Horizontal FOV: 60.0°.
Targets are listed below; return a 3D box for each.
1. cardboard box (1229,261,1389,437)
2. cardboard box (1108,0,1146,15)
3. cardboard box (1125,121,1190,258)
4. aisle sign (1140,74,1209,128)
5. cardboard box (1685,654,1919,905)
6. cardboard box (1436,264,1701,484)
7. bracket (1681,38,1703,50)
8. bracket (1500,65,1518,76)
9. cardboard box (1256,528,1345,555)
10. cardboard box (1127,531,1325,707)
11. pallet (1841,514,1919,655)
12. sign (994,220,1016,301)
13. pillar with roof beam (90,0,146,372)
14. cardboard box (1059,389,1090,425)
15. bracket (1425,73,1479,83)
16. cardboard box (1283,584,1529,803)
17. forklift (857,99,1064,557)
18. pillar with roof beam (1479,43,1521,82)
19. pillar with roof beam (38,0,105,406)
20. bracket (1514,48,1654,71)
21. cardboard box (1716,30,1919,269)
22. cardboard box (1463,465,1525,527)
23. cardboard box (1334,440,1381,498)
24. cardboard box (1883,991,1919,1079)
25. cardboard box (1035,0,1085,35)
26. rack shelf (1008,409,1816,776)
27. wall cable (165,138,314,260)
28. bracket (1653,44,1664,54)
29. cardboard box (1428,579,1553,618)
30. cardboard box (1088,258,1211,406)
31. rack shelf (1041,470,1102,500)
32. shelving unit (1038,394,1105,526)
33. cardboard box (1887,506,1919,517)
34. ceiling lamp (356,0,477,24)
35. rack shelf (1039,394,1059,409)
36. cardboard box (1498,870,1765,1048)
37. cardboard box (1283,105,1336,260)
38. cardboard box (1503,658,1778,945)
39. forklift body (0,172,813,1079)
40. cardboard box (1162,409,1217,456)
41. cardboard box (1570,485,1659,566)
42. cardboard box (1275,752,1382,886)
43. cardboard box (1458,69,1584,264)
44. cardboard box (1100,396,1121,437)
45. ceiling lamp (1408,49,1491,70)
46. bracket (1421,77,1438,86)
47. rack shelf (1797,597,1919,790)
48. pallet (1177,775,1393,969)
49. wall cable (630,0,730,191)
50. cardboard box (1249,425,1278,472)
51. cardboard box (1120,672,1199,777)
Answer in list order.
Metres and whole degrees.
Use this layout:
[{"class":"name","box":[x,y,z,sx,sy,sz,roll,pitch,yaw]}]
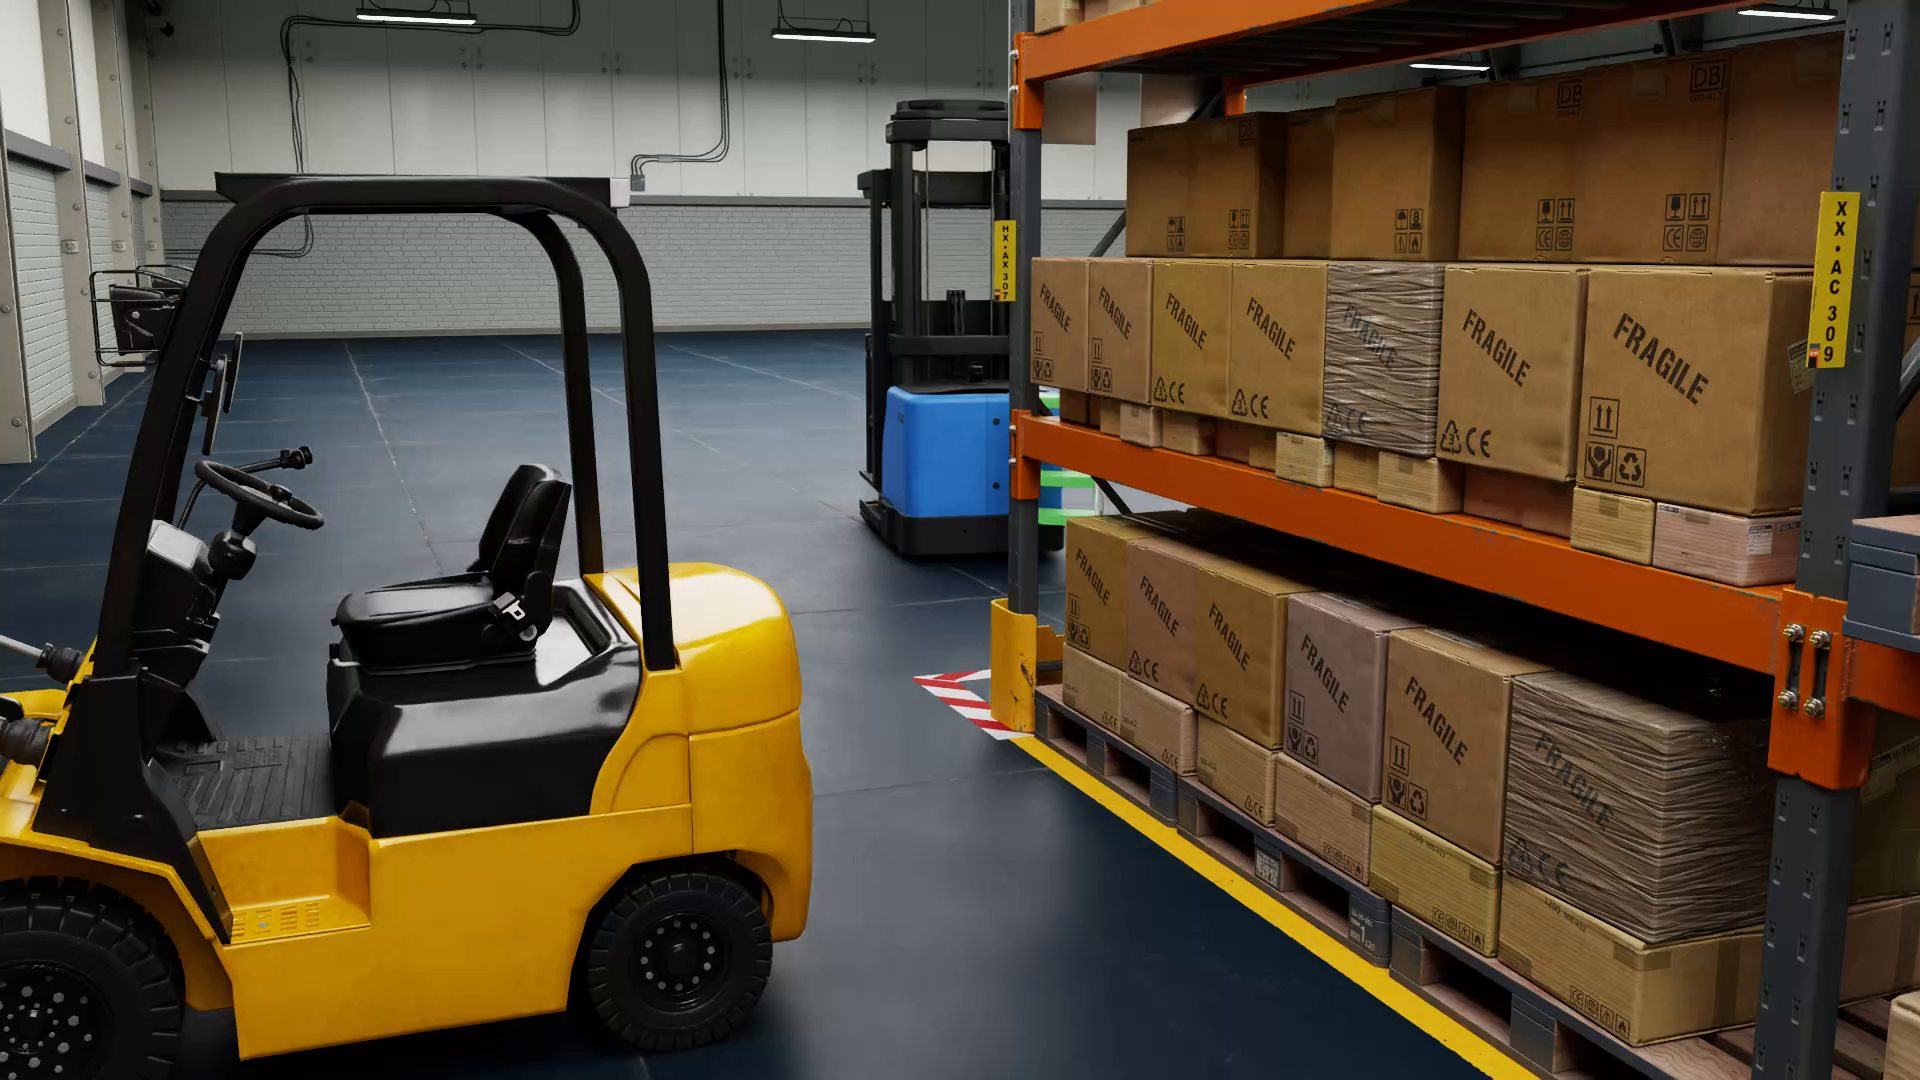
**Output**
[{"class":"cardboard box","box":[1.174,-0.600,5.091,0.500,0.500,0.500,-4,11,-22]},{"class":"cardboard box","box":[0.753,-1.945,5.939,0.380,0.149,0.250,-4,11,-19]},{"class":"cardboard box","box":[1.081,-1.367,6.551,0.700,0.500,0.500,-4,11,-22]},{"class":"aisle sign","box":[0.940,-2.057,6.997,0.394,0.787,0.004,-4,11,-21]},{"class":"cardboard box","box":[2.180,0.569,4.170,0.500,0.500,0.500,-3,11,-18]},{"class":"cardboard box","box":[1.556,-0.432,4.148,0.500,0.500,0.500,-4,11,-19]},{"class":"bracket","box":[15.961,-10.814,36.243,0.235,0.232,0.430,-4,11,-21]},{"class":"bracket","box":[13.787,-11.794,41.749,0.235,0.232,0.430,-4,11,-21]},{"class":"cardboard box","box":[1.418,0.228,6.083,0.500,0.500,0.500,-3,11,-19]},{"class":"cardboard box","box":[0.930,0.267,5.864,0.500,0.500,0.500,-4,11,-23]},{"class":"pallet","box":[2.283,0.133,2.657,1.003,0.211,1.213,-4,11,-21]},{"class":"sign","box":[0.187,-1.140,6.795,0.100,0.325,0.005,-4,11,-21]},{"class":"pillar with roof beam","box":[-9.205,-7.407,27.363,9.100,9.000,0.548,-4,11,-21]},{"class":"cardboard box","box":[0.623,-0.556,6.701,0.380,0.149,0.250,-4,11,-21]},{"class":"bracket","box":[12.841,-12.220,44.143,0.076,0.066,3.189,-4,11,-21]},{"class":"cardboard box","box":[1.306,0.436,4.913,0.500,0.500,0.500,-3,11,-18]},{"class":"forklift","box":[-0.121,-1.550,11.765,1.130,2.935,3.031,-2,10,-11]},{"class":"pillar with roof beam","box":[9.955,-9.839,41.035,9.100,9.000,0.548,-4,11,-21]},{"class":"pillar with roof beam","box":[-7.031,-6.427,21.857,9.100,9.000,0.400,-4,11,-21]},{"class":"bracket","box":[14.721,-11.373,39.384,0.076,0.066,4.783,-4,11,-21]},{"class":"cardboard box","box":[2.185,-0.869,3.752,0.700,0.500,0.500,-4,11,-21]},{"class":"cardboard box","box":[1.546,-0.135,4.329,0.380,0.149,0.250,-4,11,-22]},{"class":"cardboard box","box":[1.305,-0.215,4.778,0.380,0.149,0.250,-4,11,-22]},{"class":"cardboard box","box":[2.334,1.077,3.107,0.950,0.372,0.625,-4,11,-20]},{"class":"cardboard box","box":[0.510,-2.027,6.403,0.380,0.149,0.250,-4,11,-21]},{"class":"rack shelf","box":[1.417,-0.068,5.292,1.077,0.370,4.000,-4,11,-21]},{"class":"wall cable","box":[-15.227,-7.149,34.780,3.097,2.526,0.112,-4,11,-21]},{"class":"bracket","box":[15.661,-10.950,37.004,0.235,0.232,0.430,-4,11,-21]},{"class":"cardboard box","box":[1.789,0.397,5.133,0.500,0.500,0.500,-3,11,-18]},{"class":"cardboard box","box":[0.796,-0.765,6.022,0.500,0.500,0.500,-4,11,-19]},{"class":"rack shelf","box":[0.628,-0.347,10.308,0.480,0.148,0.258,3,10,16]},{"class":"shelving unit","box":[0.628,-0.410,10.296,0.503,1.200,0.258,3,10,16]},{"class":"cardboard box","box":[2.327,-0.044,3.819,0.380,0.149,0.250,-4,11,-21]},{"class":"ceiling lamp","box":[-9.565,-10.657,28.970,2.000,3.185,0.800,-4,11,-21]},{"class":"rack shelf","box":[0.628,-0.819,10.224,0.480,0.148,0.258,3,10,16]},{"class":"cardboard box","box":[1.677,0.972,4.044,0.500,0.250,0.500,-3,11,-18]},{"class":"cardboard box","box":[1.538,-1.207,5.653,0.700,0.500,0.500,-4,11,-22]},{"class":"cardboard box","box":[1.677,0.602,3.979,0.500,0.500,0.500,-4,11,-22]},{"class":"forklift body","box":[-1.545,0.179,4.275,2.313,2.155,1.214,-4,11,-21]},{"class":"cardboard box","box":[0.922,-0.383,5.727,0.380,0.149,0.250,-4,11,-19]},{"class":"cardboard box","box":[1.645,-0.046,3.828,0.380,0.149,0.250,-4,11,-20]},{"class":"cardboard box","box":[1.295,0.802,4.998,0.500,0.250,0.500,-4,11,-20]},{"class":"cardboard box","box":[1.863,-1.038,4.699,0.700,0.500,0.500,-4,11,-22]},{"class":"cardboard box","box":[0.748,-0.468,6.202,0.380,0.149,0.250,-4,11,-23]},{"class":"ceiling lamp","box":[10.744,-12.040,36.745,2.000,3.185,0.800,-4,11,-21]},{"class":"bracket","box":[12.627,-12.316,44.685,0.235,0.232,0.430,-4,11,-21]},{"class":"rack shelf","box":[2.867,0.585,1.622,1.077,0.370,4.000,-4,11,-21]},{"class":"pallet","box":[1.420,0.970,5.363,1.003,0.211,1.213,-4,11,-21]},{"class":"wall cable","box":[-6.373,-10.952,37.583,2.305,6.003,0.169,-4,11,-21]},{"class":"cardboard box","box":[1.142,-0.299,5.253,0.380,0.149,0.250,-4,11,-22]},{"class":"cardboard box","box":[0.905,0.631,5.958,0.500,0.250,0.500,-3,11,-19]}]
